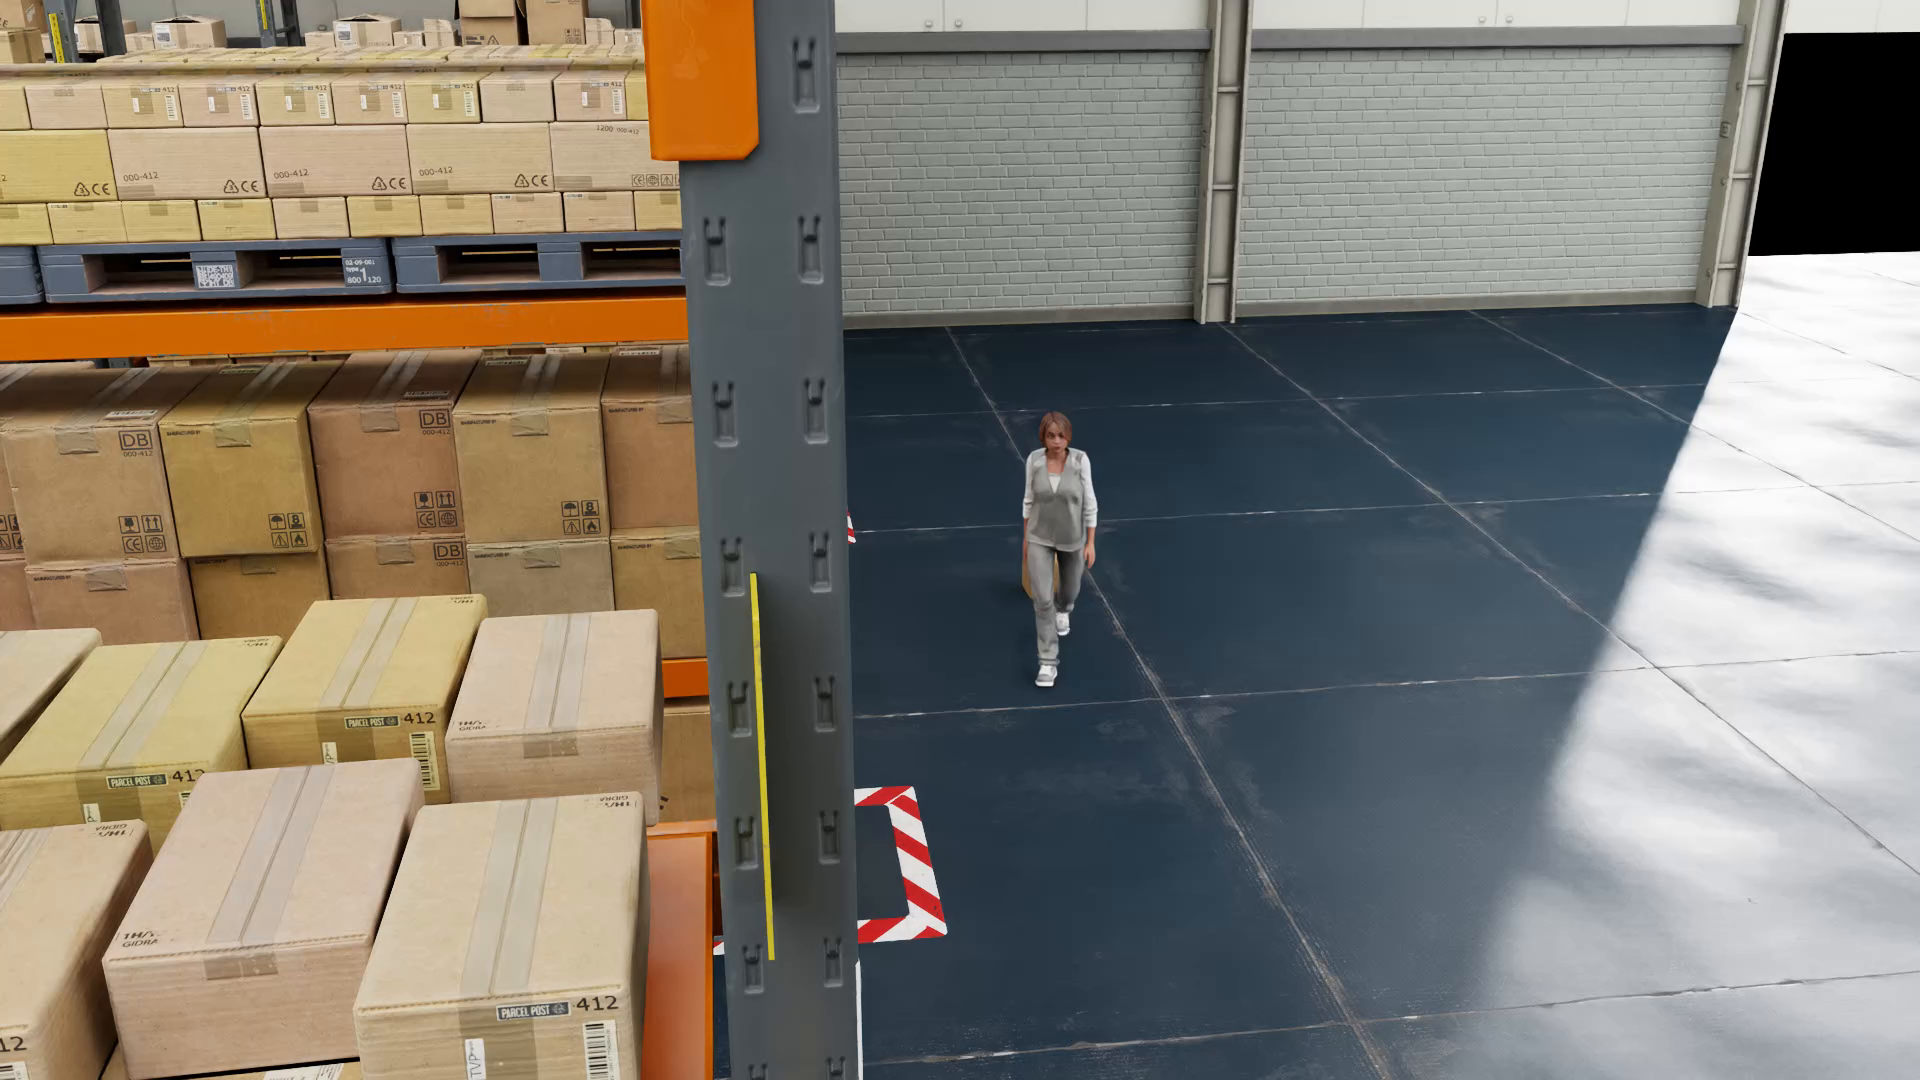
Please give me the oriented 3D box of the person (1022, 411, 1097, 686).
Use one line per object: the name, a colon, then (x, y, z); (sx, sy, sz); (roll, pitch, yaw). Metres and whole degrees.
person: (0.574, -0.014, 9.618); (0.428, 1.549, 0.877); (1, 20, 3)
